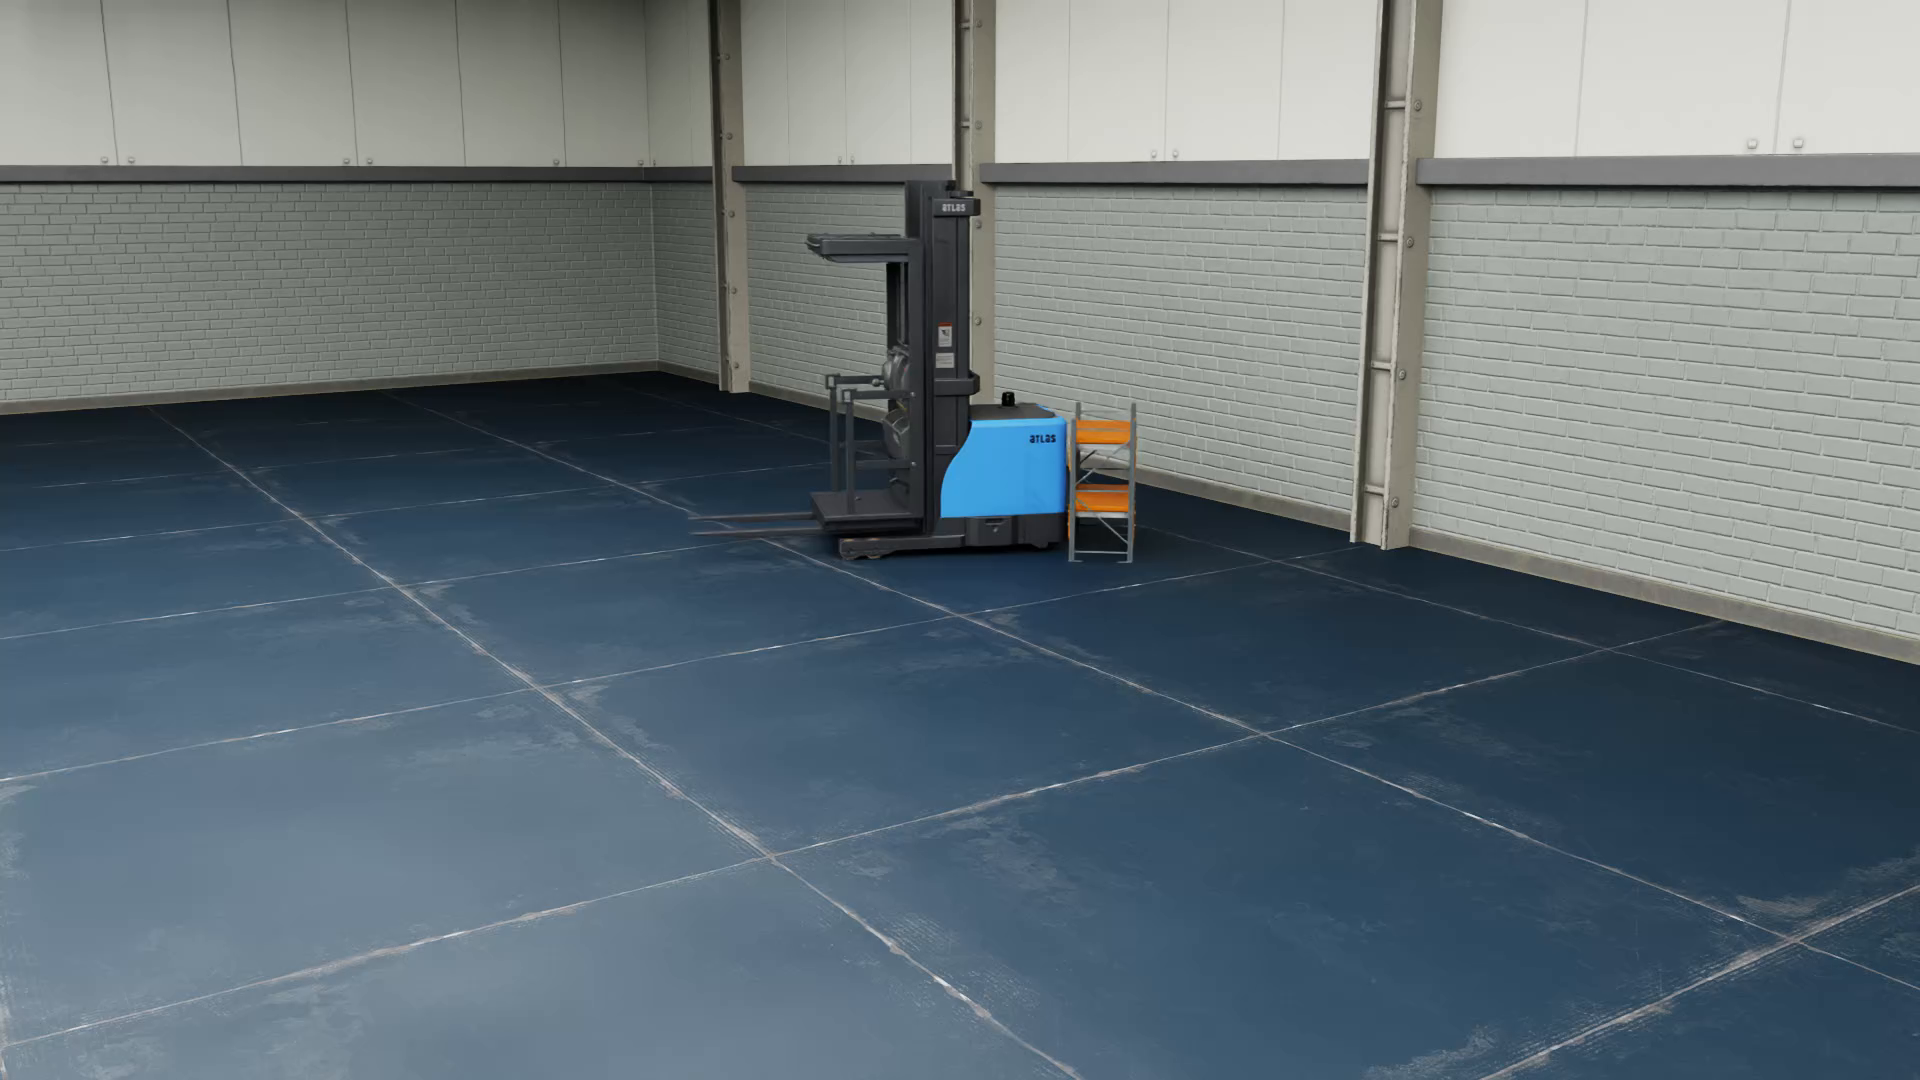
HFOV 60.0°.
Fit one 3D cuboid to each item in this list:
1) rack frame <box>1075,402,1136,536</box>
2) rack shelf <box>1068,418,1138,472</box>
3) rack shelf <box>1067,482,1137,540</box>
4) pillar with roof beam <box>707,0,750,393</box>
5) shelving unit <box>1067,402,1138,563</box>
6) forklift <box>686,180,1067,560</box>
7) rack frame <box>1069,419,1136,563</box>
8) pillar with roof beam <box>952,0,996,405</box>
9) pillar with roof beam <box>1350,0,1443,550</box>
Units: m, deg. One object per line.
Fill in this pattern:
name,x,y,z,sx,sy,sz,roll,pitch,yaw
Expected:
rack frame,1.215,-0.594,13.943,0.500,1.125,0.032,1,12,6
rack shelf,1.161,-0.772,13.387,0.538,0.278,1.000,1,12,6
rack shelf,1.161,-0.247,13.502,0.538,0.278,1.000,1,12,6
pillar with roof beam,-6.762,-5.993,20.205,9.100,9.000,0.400,-8,15,-33
shelving unit,1.161,-0.486,13.449,0.538,1.125,1.048,1,12,6
forklift,-0.699,-1.394,13.375,3.031,2.935,1.130,-3,13,-11
rack frame,1.108,-0.378,12.956,0.500,1.125,0.032,1,12,6
pillar with roof beam,-3.437,-4.926,15.325,9.100,9.000,0.400,-8,15,-33
pillar with roof beam,-0.113,-3.859,10.445,9.100,9.000,0.400,-8,15,-33
